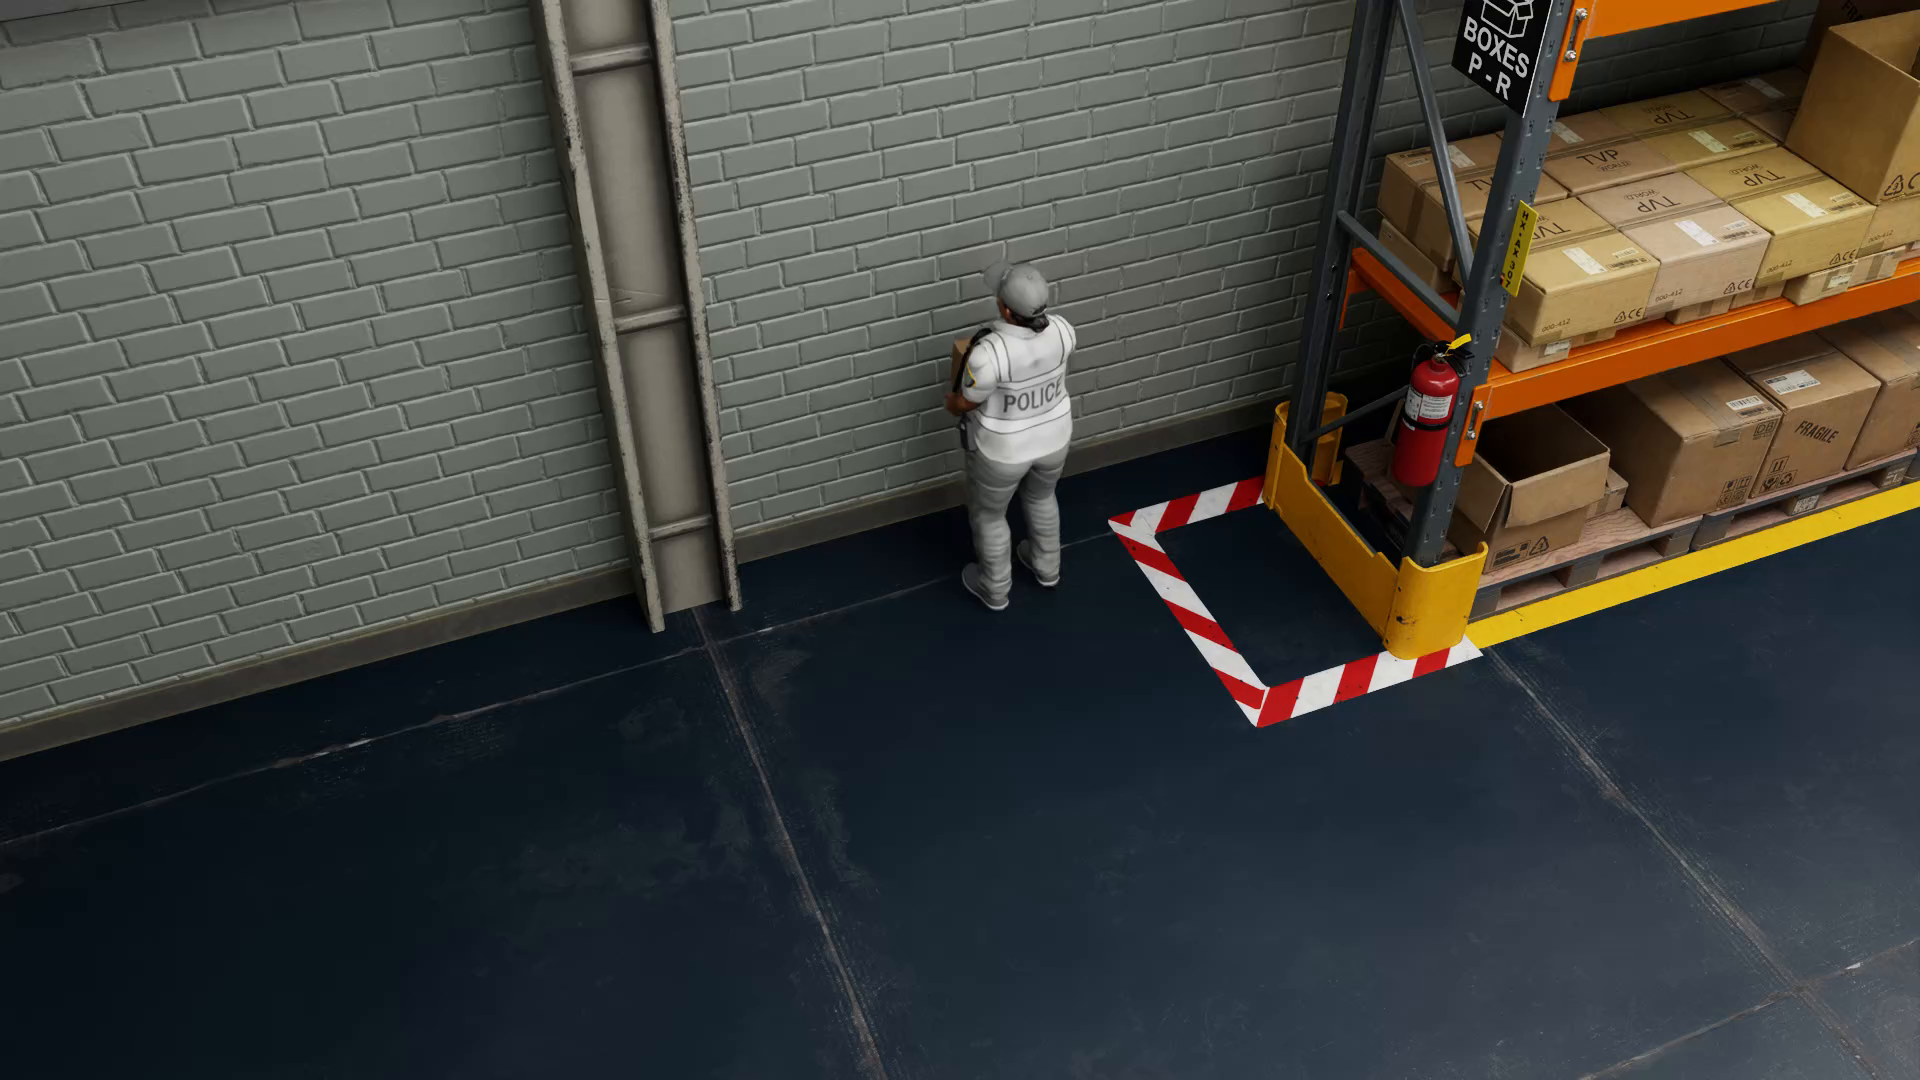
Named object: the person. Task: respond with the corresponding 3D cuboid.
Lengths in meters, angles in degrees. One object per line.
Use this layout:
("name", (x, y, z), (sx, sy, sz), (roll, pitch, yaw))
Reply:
("person", (0.192, -0.441, 6.645), (0.499, 1.667, 0.519), (-22, 46, -23))
